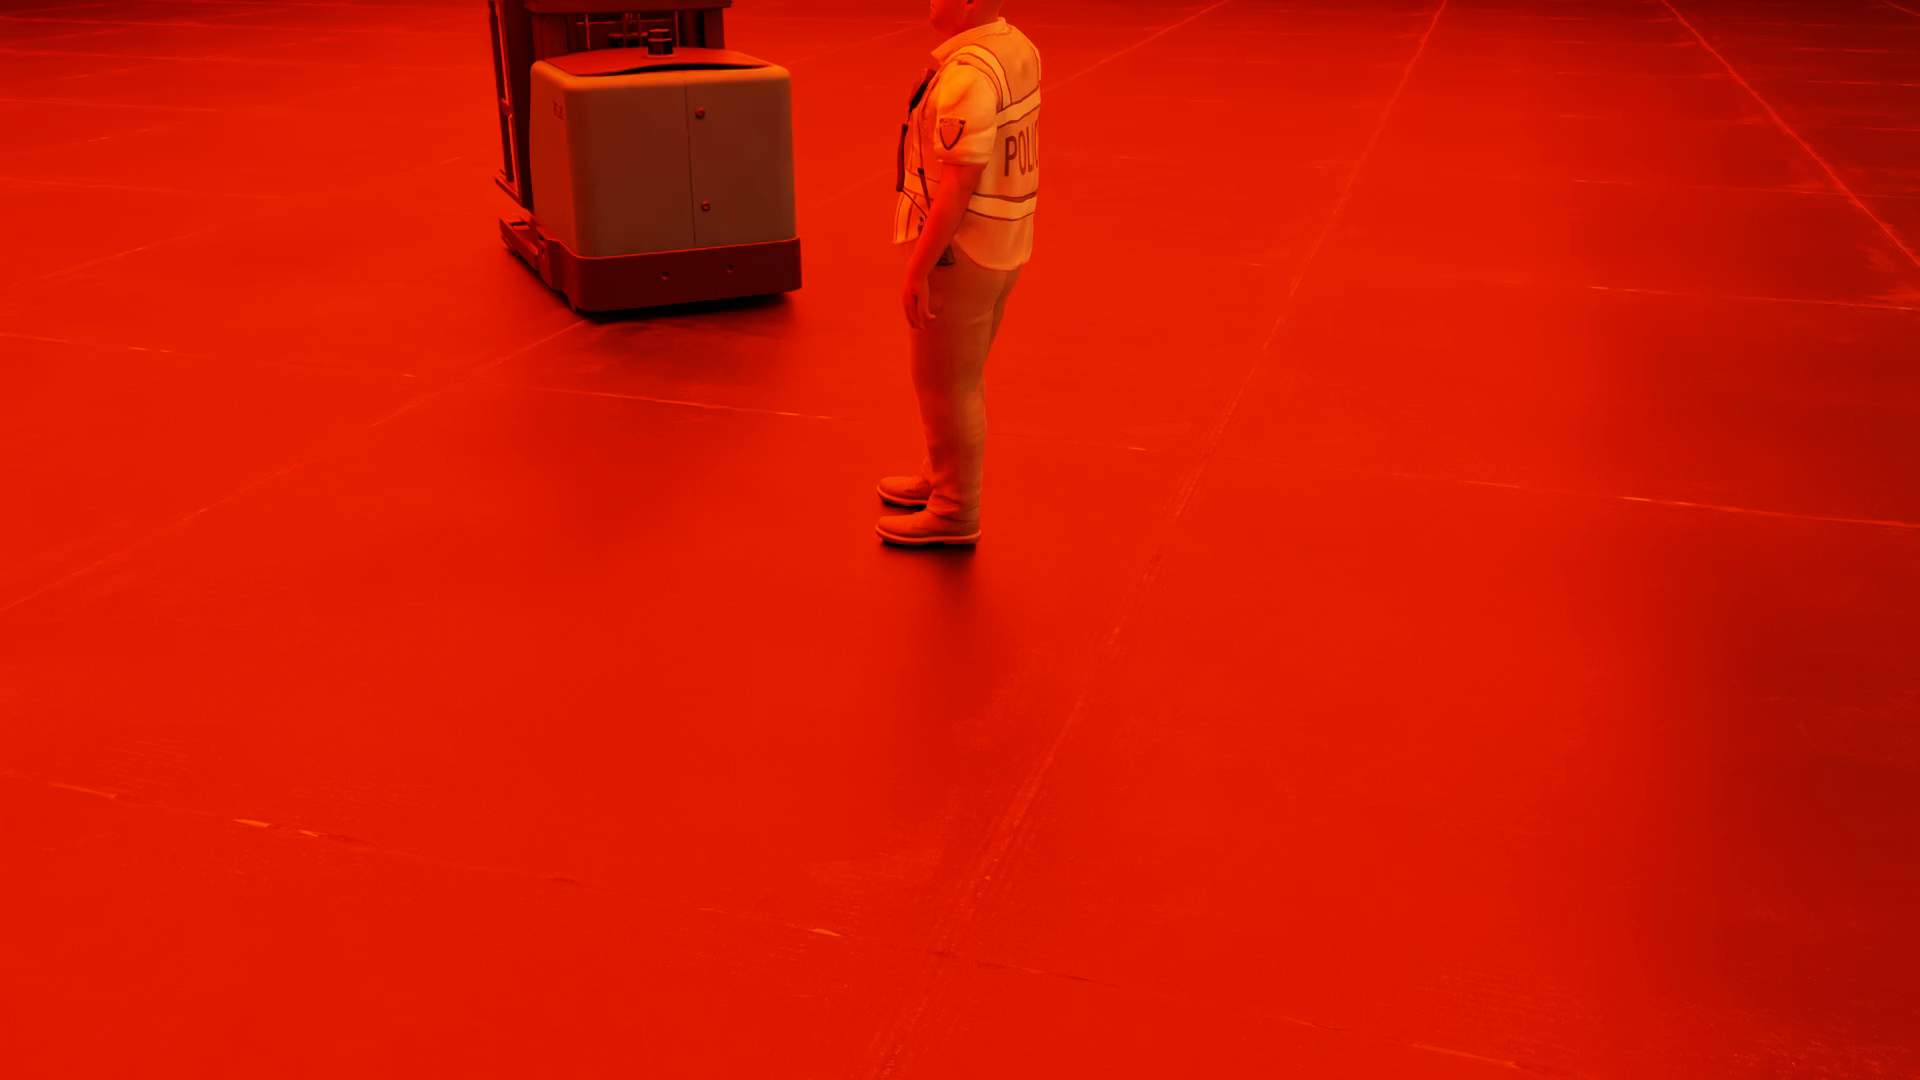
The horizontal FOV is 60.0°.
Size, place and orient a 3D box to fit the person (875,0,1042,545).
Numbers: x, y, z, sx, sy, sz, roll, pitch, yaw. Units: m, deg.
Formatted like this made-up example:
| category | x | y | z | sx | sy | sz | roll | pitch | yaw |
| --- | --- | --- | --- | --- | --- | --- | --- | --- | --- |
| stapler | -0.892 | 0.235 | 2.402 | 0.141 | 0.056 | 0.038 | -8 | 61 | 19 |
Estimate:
| category | x | y | z | sx | sy | sz | roll | pitch | yaw |
| --- | --- | --- | --- | --- | --- | --- | --- | --- | --- |
| person | -0.071 | -0.843 | 4.810 | 0.574 | 1.778 | 0.641 | 7 | 23 | 16 |

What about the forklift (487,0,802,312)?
| category | x | y | z | sx | sy | sz | roll | pitch | yaw |
| --- | --- | --- | --- | --- | --- | --- | --- | --- | --- |
| forklift | -1.809 | -2.898 | 8.300 | 1.130 | 2.935 | 3.031 | -10 | 24 | -22 |
